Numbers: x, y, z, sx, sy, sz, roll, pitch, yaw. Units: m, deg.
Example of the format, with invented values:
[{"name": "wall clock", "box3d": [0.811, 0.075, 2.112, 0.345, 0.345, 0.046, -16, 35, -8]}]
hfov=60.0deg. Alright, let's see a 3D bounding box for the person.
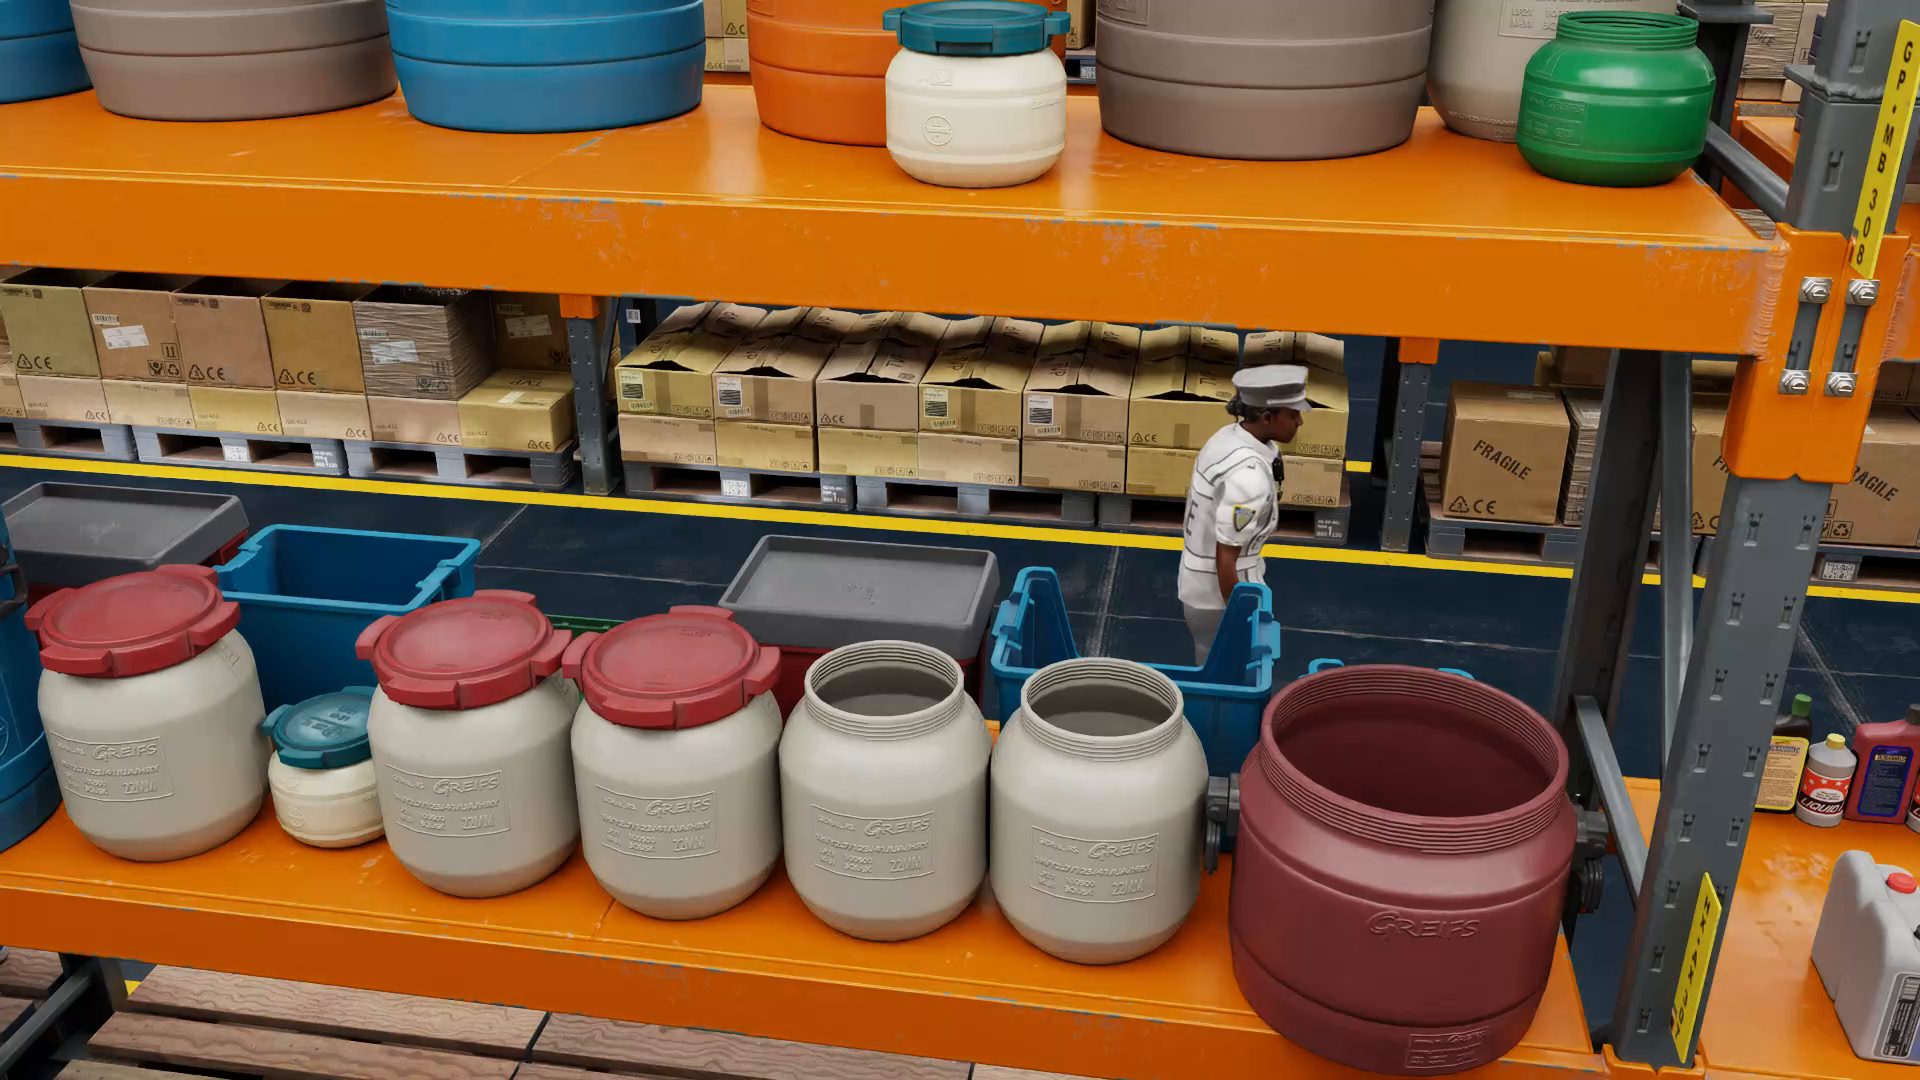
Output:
[{"name": "person", "box3d": [0.938, 0.203, 5.672, 0.393, 1.660, 0.506, 4, 25, 9]}]
